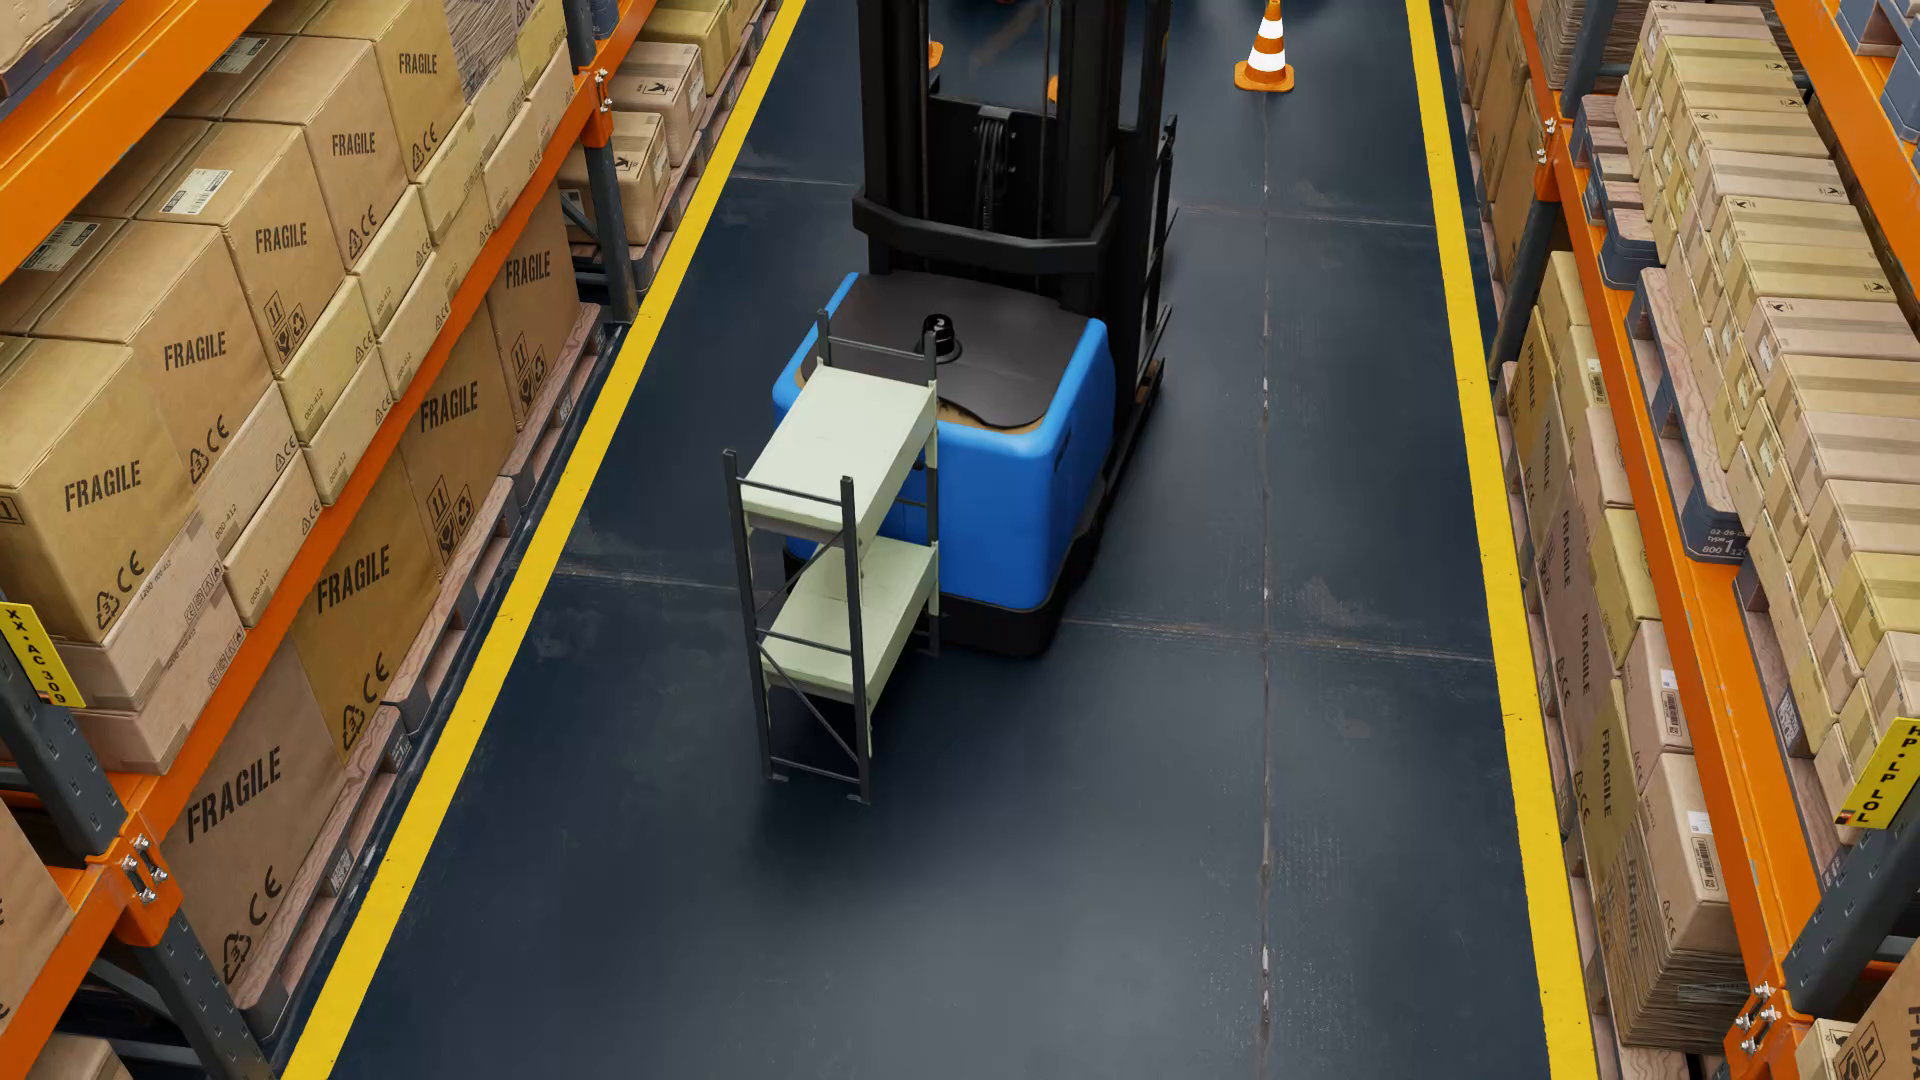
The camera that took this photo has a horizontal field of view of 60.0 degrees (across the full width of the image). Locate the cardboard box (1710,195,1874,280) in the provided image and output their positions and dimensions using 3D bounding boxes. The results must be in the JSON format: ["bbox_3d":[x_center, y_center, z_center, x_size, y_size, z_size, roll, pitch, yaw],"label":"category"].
[{"bbox_3d":[2.468,-0.883,4.946,0.380,0.149,0.250,6,44,7],"label":"cardboard box"}]

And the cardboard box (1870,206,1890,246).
[{"bbox_3d":[3.179,-1.058,5.347,0.380,0.149,0.250,5,44,6],"label":"cardboard box"}]

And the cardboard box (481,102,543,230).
[{"bbox_3d":[-1.889,-1.408,6.165,0.500,0.250,0.500,6,44,6],"label":"cardboard box"}]

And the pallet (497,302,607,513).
[{"bbox_3d":[-2.206,-0.637,7.270,1.003,0.211,1.213,5,44,6],"label":"pallet"}]

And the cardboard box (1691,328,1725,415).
[{"bbox_3d":[2.425,-0.493,4.966,0.380,0.149,0.250,4,44,4],"label":"cardboard box"}]

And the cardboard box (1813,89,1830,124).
[{"bbox_3d":[3.279,-1.591,5.909,0.380,0.149,0.250,6,44,6],"label":"cardboard box"}]

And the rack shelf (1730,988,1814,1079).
[{"bbox_3d":[2.100,2.551,2.397,1.077,0.370,4.000,5,44,6],"label":"rack shelf"}]

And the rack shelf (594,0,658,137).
[{"bbox_3d":[-1.763,-3.282,8.558,1.077,0.370,4.000,5,44,6],"label":"rack shelf"}]

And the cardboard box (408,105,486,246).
[{"bbox_3d":[-1.951,-1.254,5.638,0.500,0.250,0.500,4,44,4],"label":"cardboard box"}]

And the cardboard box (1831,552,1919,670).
[{"bbox_3d":[2.258,0.175,3.828,0.380,0.149,0.250,4,44,4],"label":"cardboard box"}]

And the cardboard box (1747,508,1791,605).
[{"bbox_3d":[2.322,0.059,4.383,0.380,0.149,0.250,3,44,3],"label":"cardboard box"}]

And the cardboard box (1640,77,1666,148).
[{"bbox_3d":[2.596,-1.472,5.784,0.380,0.149,0.250,7,44,8],"label":"cardboard box"}]

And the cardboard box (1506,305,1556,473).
[{"bbox_3d":[2.547,-0.585,6.699,0.500,0.500,0.500,4,44,4],"label":"cardboard box"}]

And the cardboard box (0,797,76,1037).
[{"bbox_3d":[-2.364,0.849,3.599,0.500,0.500,0.500,6,44,6],"label":"cardboard box"}]

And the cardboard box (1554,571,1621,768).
[{"bbox_3d":[2.352,0.456,5.600,0.500,0.500,0.500,4,44,5],"label":"cardboard box"}]

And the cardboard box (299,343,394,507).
[{"bbox_3d":[-2.086,-0.376,5.075,0.500,0.250,0.500,5,44,5],"label":"cardboard box"}]

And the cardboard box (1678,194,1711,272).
[{"bbox_3d":[2.497,-0.949,5.231,0.380,0.149,0.250,5,44,6],"label":"cardboard box"}]

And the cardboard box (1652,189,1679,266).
[{"bbox_3d":[2.529,-1.023,5.526,0.380,0.149,0.250,7,44,7],"label":"cardboard box"}]

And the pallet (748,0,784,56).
[{"bbox_3d":[-1.600,-3.363,10.148,1.003,0.211,1.213,5,44,6],"label":"pallet"}]

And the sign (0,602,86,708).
[{"bbox_3d":[-2.006,0.252,3.615,0.100,0.325,0.005,5,44,6],"label":"sign"}]

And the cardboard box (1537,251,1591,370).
[{"bbox_3d":[2.562,-0.869,6.453,0.500,0.250,0.500,3,44,4],"label":"cardboard box"}]

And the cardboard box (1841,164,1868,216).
[{"bbox_3d":[3.215,-1.138,5.648,0.380,0.149,0.250,6,44,6],"label":"cardboard box"}]

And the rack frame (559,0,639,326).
[{"bbox_3d":[-2.027,-2.180,6.871,1.000,3.000,0.127,5,44,6],"label":"rack frame"}]

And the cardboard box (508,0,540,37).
[{"bbox_3d":[-1.836,-2.204,6.096,0.500,0.500,0.500,4,44,4],"label":"cardboard box"}]

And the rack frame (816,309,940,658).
[{"bbox_3d":[-0.268,-0.149,5.817,0.400,1.500,0.023,13,45,13],"label":"rack frame"}]

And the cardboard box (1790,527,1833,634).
[{"bbox_3d":[2.290,0.120,4.103,0.380,0.149,0.250,7,44,7],"label":"cardboard box"}]

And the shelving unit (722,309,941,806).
[{"bbox_3d":[-0.383,0.090,5.564,0.431,1.500,0.755,13,45,13],"label":"shelving unit"}]

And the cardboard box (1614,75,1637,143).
[{"bbox_3d":[2.634,-1.574,6.108,0.380,0.149,0.250,5,44,5],"label":"cardboard box"}]

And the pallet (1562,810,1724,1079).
[{"bbox_3d":[2.465,1.409,5.109,1.003,0.211,1.213,5,44,6],"label":"pallet"}]

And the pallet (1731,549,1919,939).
[{"bbox_3d":[2.609,0.489,4.192,1.003,0.211,1.213,5,44,6],"label":"pallet"}]

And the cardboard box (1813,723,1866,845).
[{"bbox_3d":[2.220,0.577,3.836,0.380,0.149,0.250,4,44,5],"label":"cardboard box"}]

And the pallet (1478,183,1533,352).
[{"bbox_3d":[3.072,-1.317,7.988,1.003,0.211,1.213,5,44,6],"label":"pallet"}]

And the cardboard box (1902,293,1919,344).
[{"bbox_3d":[3.108,-0.609,5.089,0.380,0.149,0.250,6,44,7],"label":"cardboard box"}]

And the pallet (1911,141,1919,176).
[{"bbox_3d":[2.551,-0.505,3.057,1.213,0.211,1.003,5,44,6],"label":"pallet"}]

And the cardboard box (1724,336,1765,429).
[{"bbox_3d":[2.392,-0.430,4.684,0.380,0.149,0.250,5,44,6],"label":"cardboard box"}]

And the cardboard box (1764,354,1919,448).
[{"bbox_3d":[2.365,-0.347,4.380,0.380,0.149,0.250,4,44,4],"label":"cardboard box"}]

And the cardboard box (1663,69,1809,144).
[{"bbox_3d":[2.570,-1.429,5.522,0.380,0.149,0.250,5,44,5],"label":"cardboard box"}]

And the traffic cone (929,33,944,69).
[{"bbox_3d":[-0.275,-3.013,9.596,0.336,0.463,0.334,5,44,6],"label":"traffic cone"}]

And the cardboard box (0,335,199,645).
[{"bbox_3d":[-2.213,-0.127,3.903,0.500,0.500,0.500,6,44,6],"label":"cardboard box"}]

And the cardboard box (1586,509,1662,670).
[{"bbox_3d":[2.349,0.168,5.358,0.500,0.250,0.500,3,44,4],"label":"cardboard box"}]

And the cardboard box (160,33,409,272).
[{"bbox_3d":[-2.042,-1.171,5.005,0.500,0.500,0.500,5,44,5],"label":"cardboard box"}]

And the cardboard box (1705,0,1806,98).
[{"bbox_3d":[3.220,-2.117,6.732,0.500,0.500,0.500,6,44,6],"label":"cardboard box"}]

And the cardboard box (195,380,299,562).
[{"bbox_3d":[-2.177,-0.214,4.539,0.500,0.250,0.500,6,44,6],"label":"cardboard box"}]

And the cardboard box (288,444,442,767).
[{"bbox_3d":[-2.442,0.119,5.683,0.875,0.875,0.875,6,44,7],"label":"cardboard box"}]

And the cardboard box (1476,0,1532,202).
[{"bbox_3d":[3.175,-2.138,8.157,1.050,0.750,0.750,6,44,6],"label":"cardboard box"}]

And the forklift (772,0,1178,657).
[{"bbox_3d":[0.274,-1.659,6.370,1.130,2.935,3.031,13,45,13],"label":"forklift"}]

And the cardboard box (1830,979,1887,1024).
[{"bbox_3d":[2.725,1.202,4.811,0.500,0.500,0.500,7,44,7],"label":"cardboard box"}]

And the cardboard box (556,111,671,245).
[{"bbox_3d":[-1.943,-1.763,8.036,0.950,0.372,0.625,3,43,3],"label":"cardboard box"}]

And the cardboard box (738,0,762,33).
[{"bbox_3d":[-1.657,-3.257,9.614,0.950,0.372,0.625,8,44,8],"label":"cardboard box"}]
